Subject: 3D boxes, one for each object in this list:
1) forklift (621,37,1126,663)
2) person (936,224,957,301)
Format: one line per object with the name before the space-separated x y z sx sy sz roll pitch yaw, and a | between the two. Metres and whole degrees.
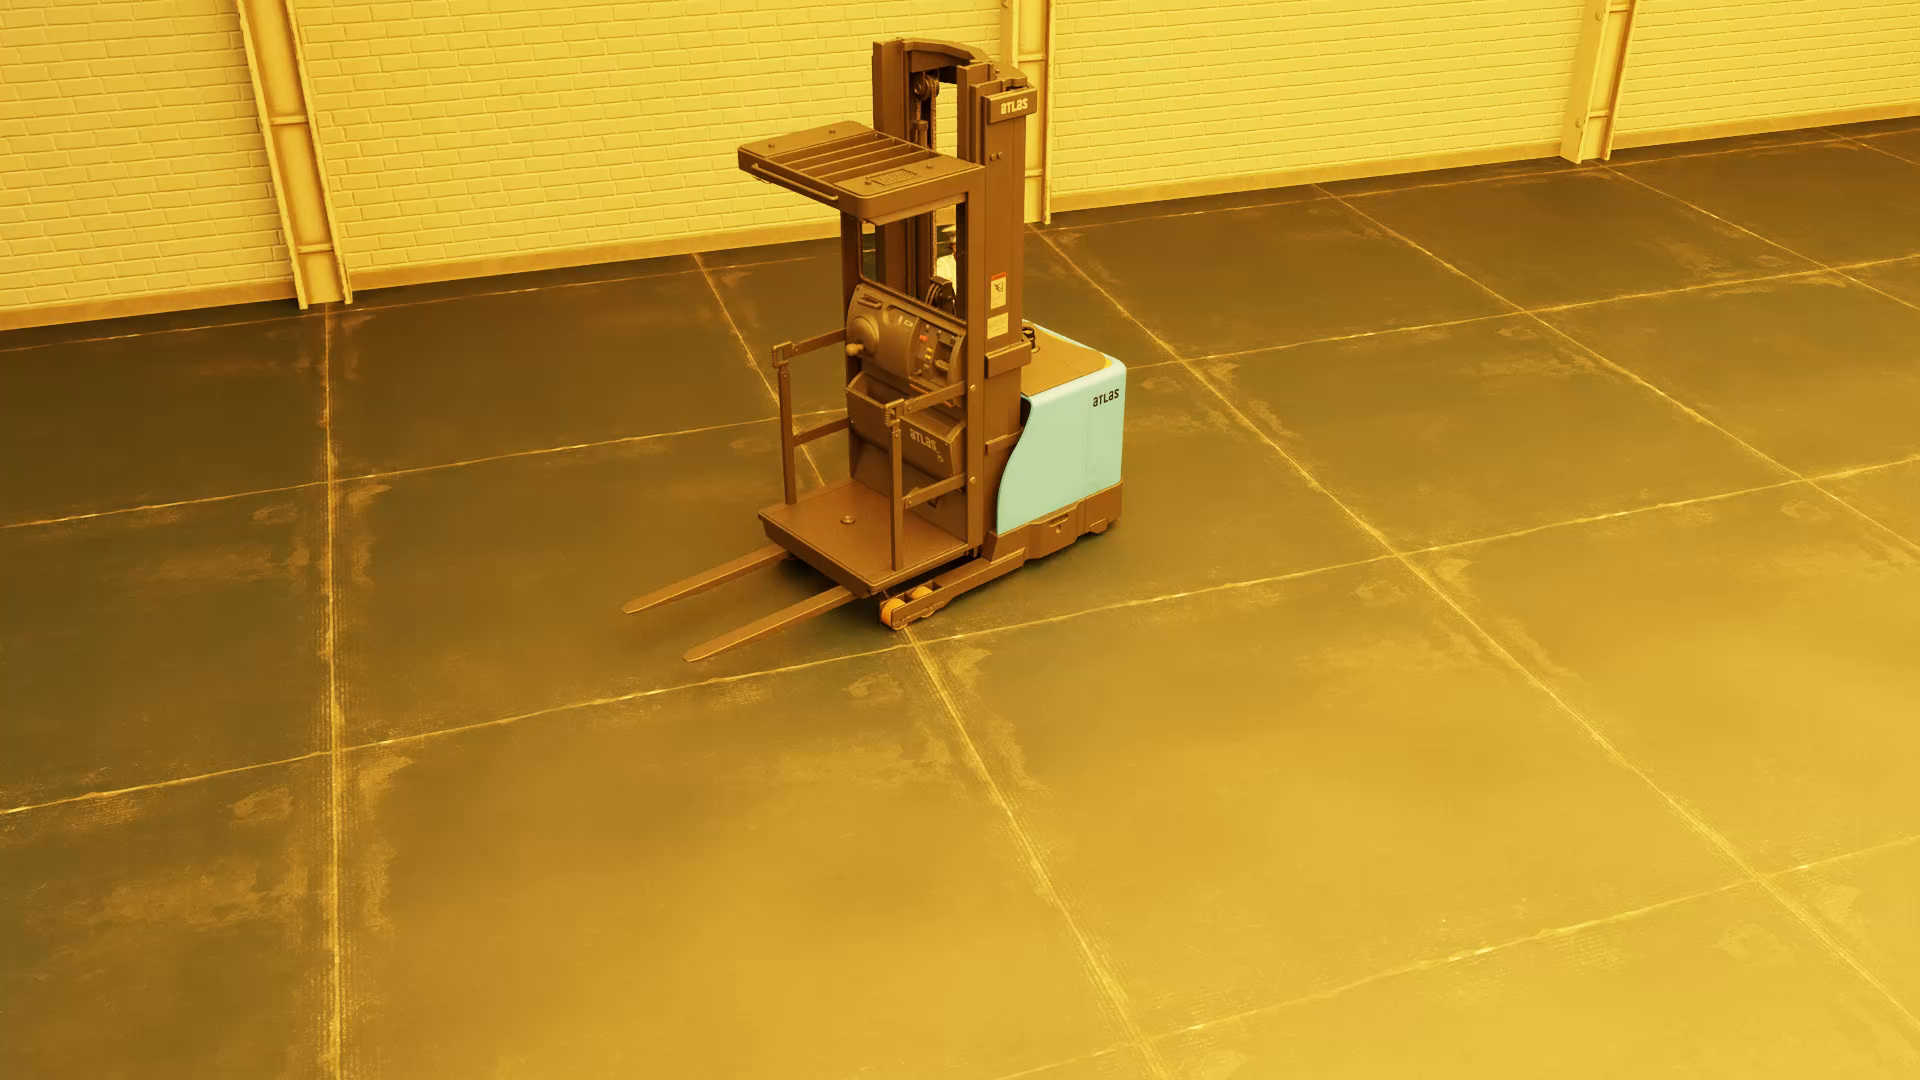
forklift | -0.461 -1.072 8.951 3.031 2.935 1.130 -23 37 -34
person | 0.033 -1.149 10.321 0.573 1.685 0.567 -18 34 -28
